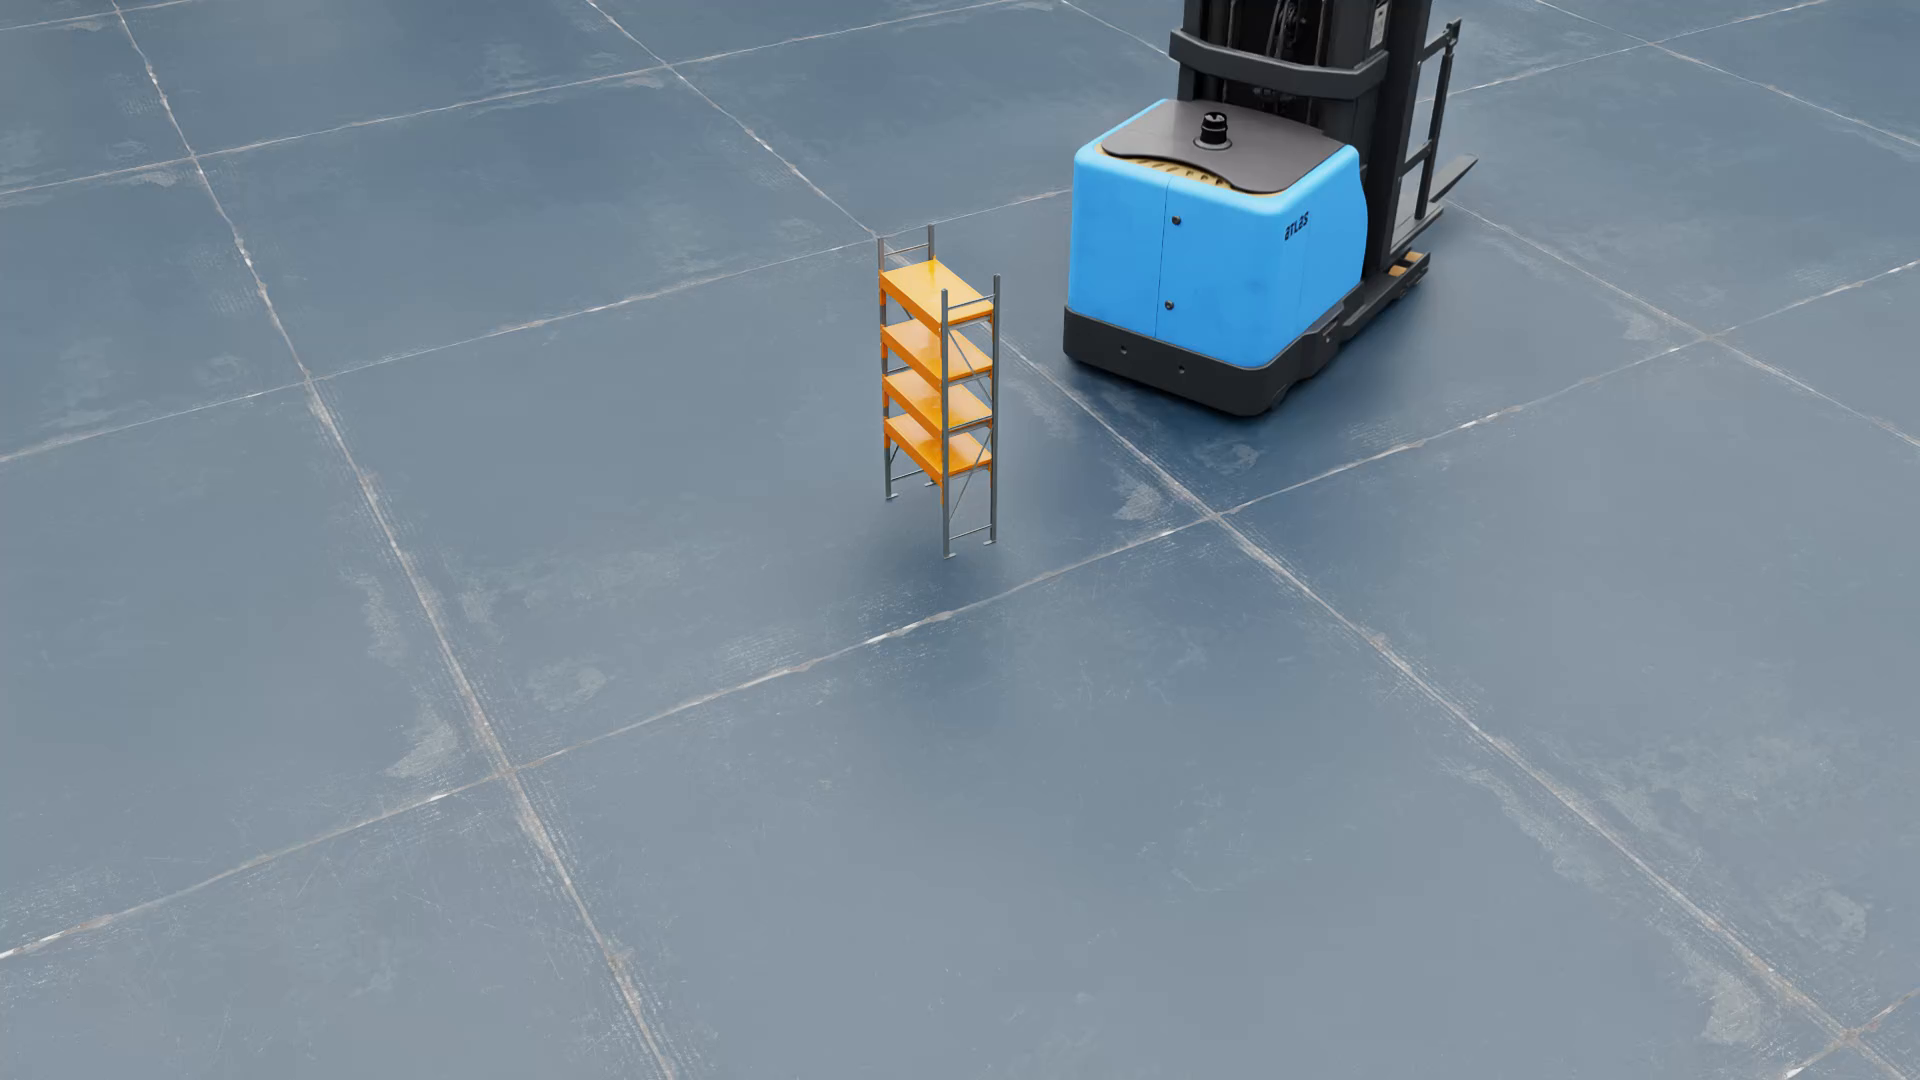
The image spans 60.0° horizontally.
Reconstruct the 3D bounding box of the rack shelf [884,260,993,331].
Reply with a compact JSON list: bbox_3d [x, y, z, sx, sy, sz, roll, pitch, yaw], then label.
[{"bbox_3d":[-0.083,-0.918,6.257,0.221,0.050,0.457,-19,40,-24],"label":"rack shelf"}]

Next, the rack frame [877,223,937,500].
[{"bbox_3d":[-0.206,-0.693,6.682,0.240,1.200,0.015,-19,40,-24],"label":"rack frame"}]

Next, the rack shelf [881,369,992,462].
[{"bbox_3d":[-0.083,-0.515,6.551,0.258,0.148,0.480,-19,40,-24],"label":"rack shelf"}]

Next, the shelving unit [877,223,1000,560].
[{"bbox_3d":[-0.083,-0.569,6.512,0.258,1.200,0.503,-19,40,-24],"label":"shelving unit"}]

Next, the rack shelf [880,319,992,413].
[{"bbox_3d":[-0.083,-0.695,6.419,0.258,0.148,0.480,-19,40,-24],"label":"rack shelf"}]

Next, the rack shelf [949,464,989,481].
[{"bbox_3d":[-0.083,-0.377,6.652,0.199,0.029,0.442,-19,40,-24],"label":"rack shelf"}]

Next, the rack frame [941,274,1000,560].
[{"bbox_3d":[0.039,-0.445,6.341,0.240,1.200,0.015,-19,40,-24],"label":"rack frame"}]

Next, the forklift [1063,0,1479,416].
[{"bbox_3d":[1.755,-2.556,7.764,1.130,2.935,3.031,23,42,28],"label":"forklift"}]
